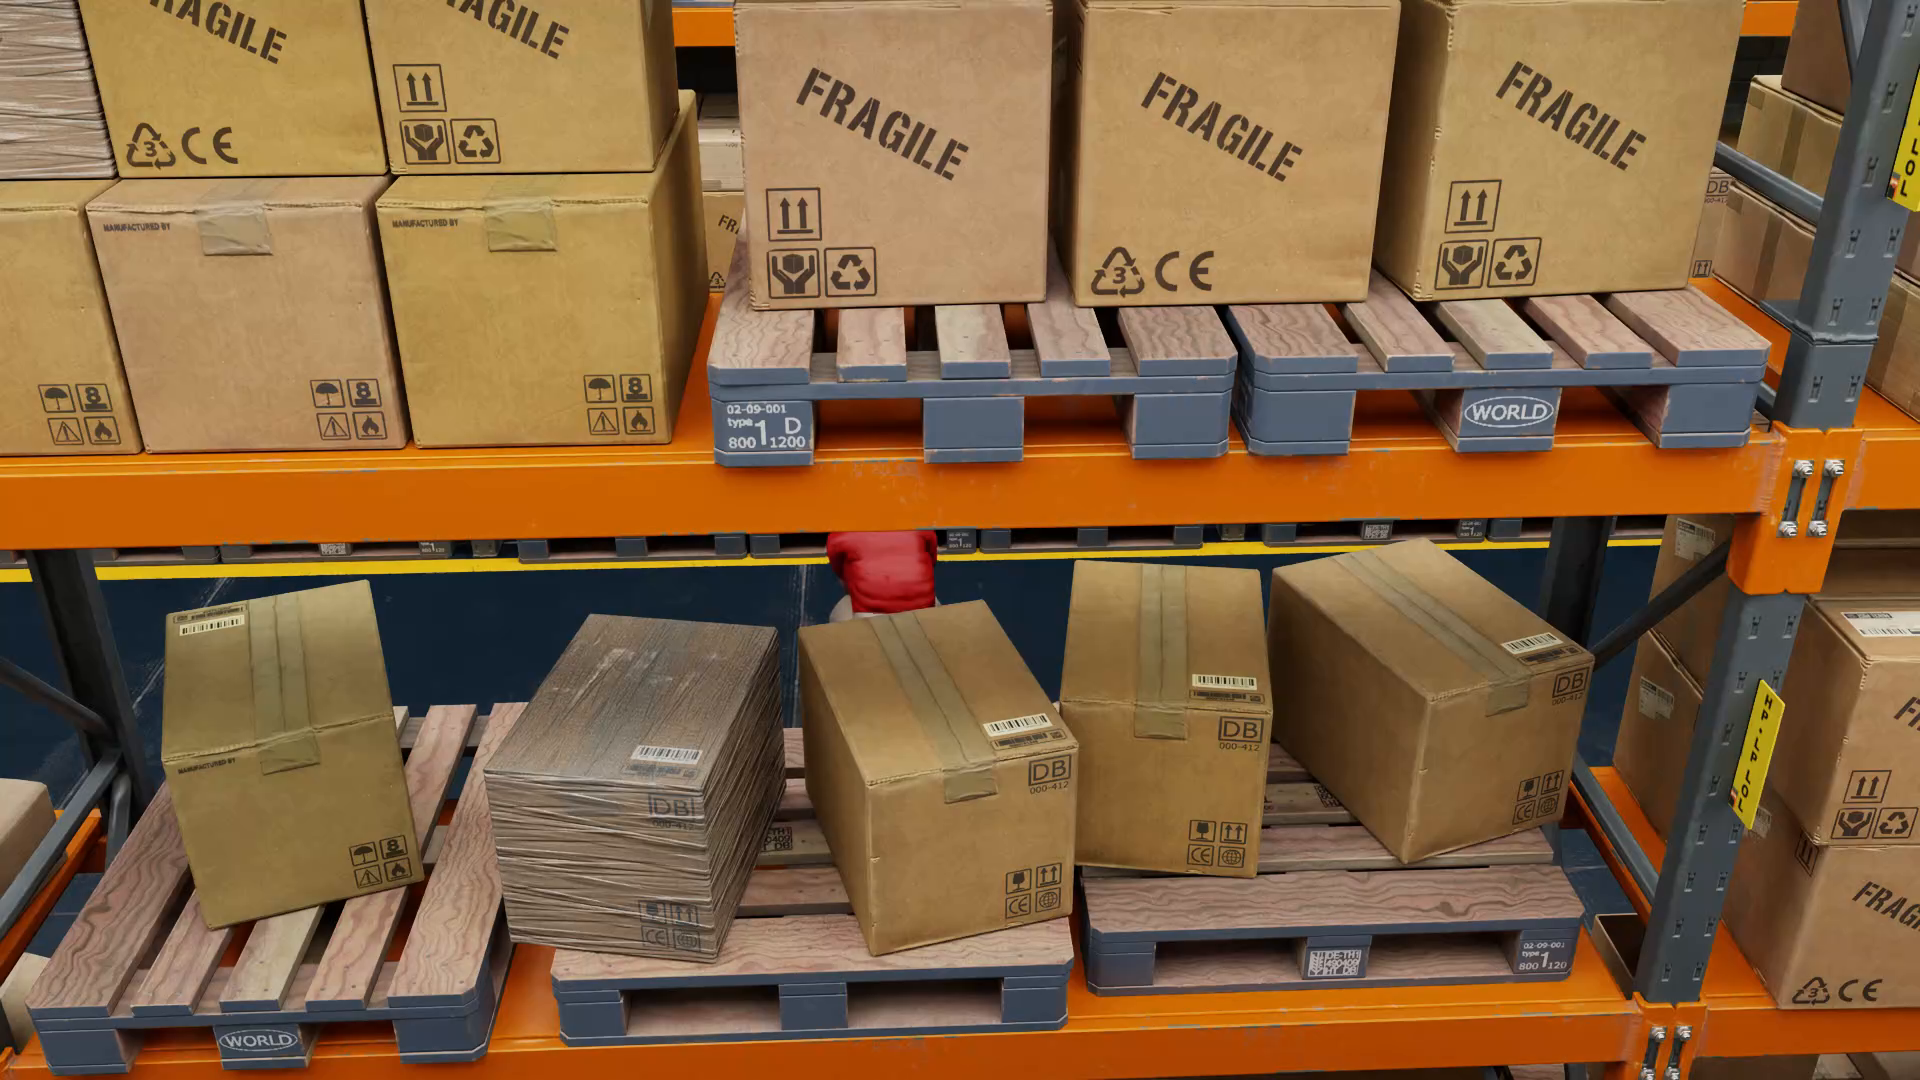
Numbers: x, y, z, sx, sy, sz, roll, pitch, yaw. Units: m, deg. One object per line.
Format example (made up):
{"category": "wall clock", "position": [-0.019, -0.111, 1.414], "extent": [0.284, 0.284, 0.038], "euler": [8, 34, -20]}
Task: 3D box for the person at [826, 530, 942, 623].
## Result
{"category": "person", "position": [-0.324, 0.241, 7.498], "extent": [0.541, 0.985, 0.888], "euler": [-2, 27, -3]}
